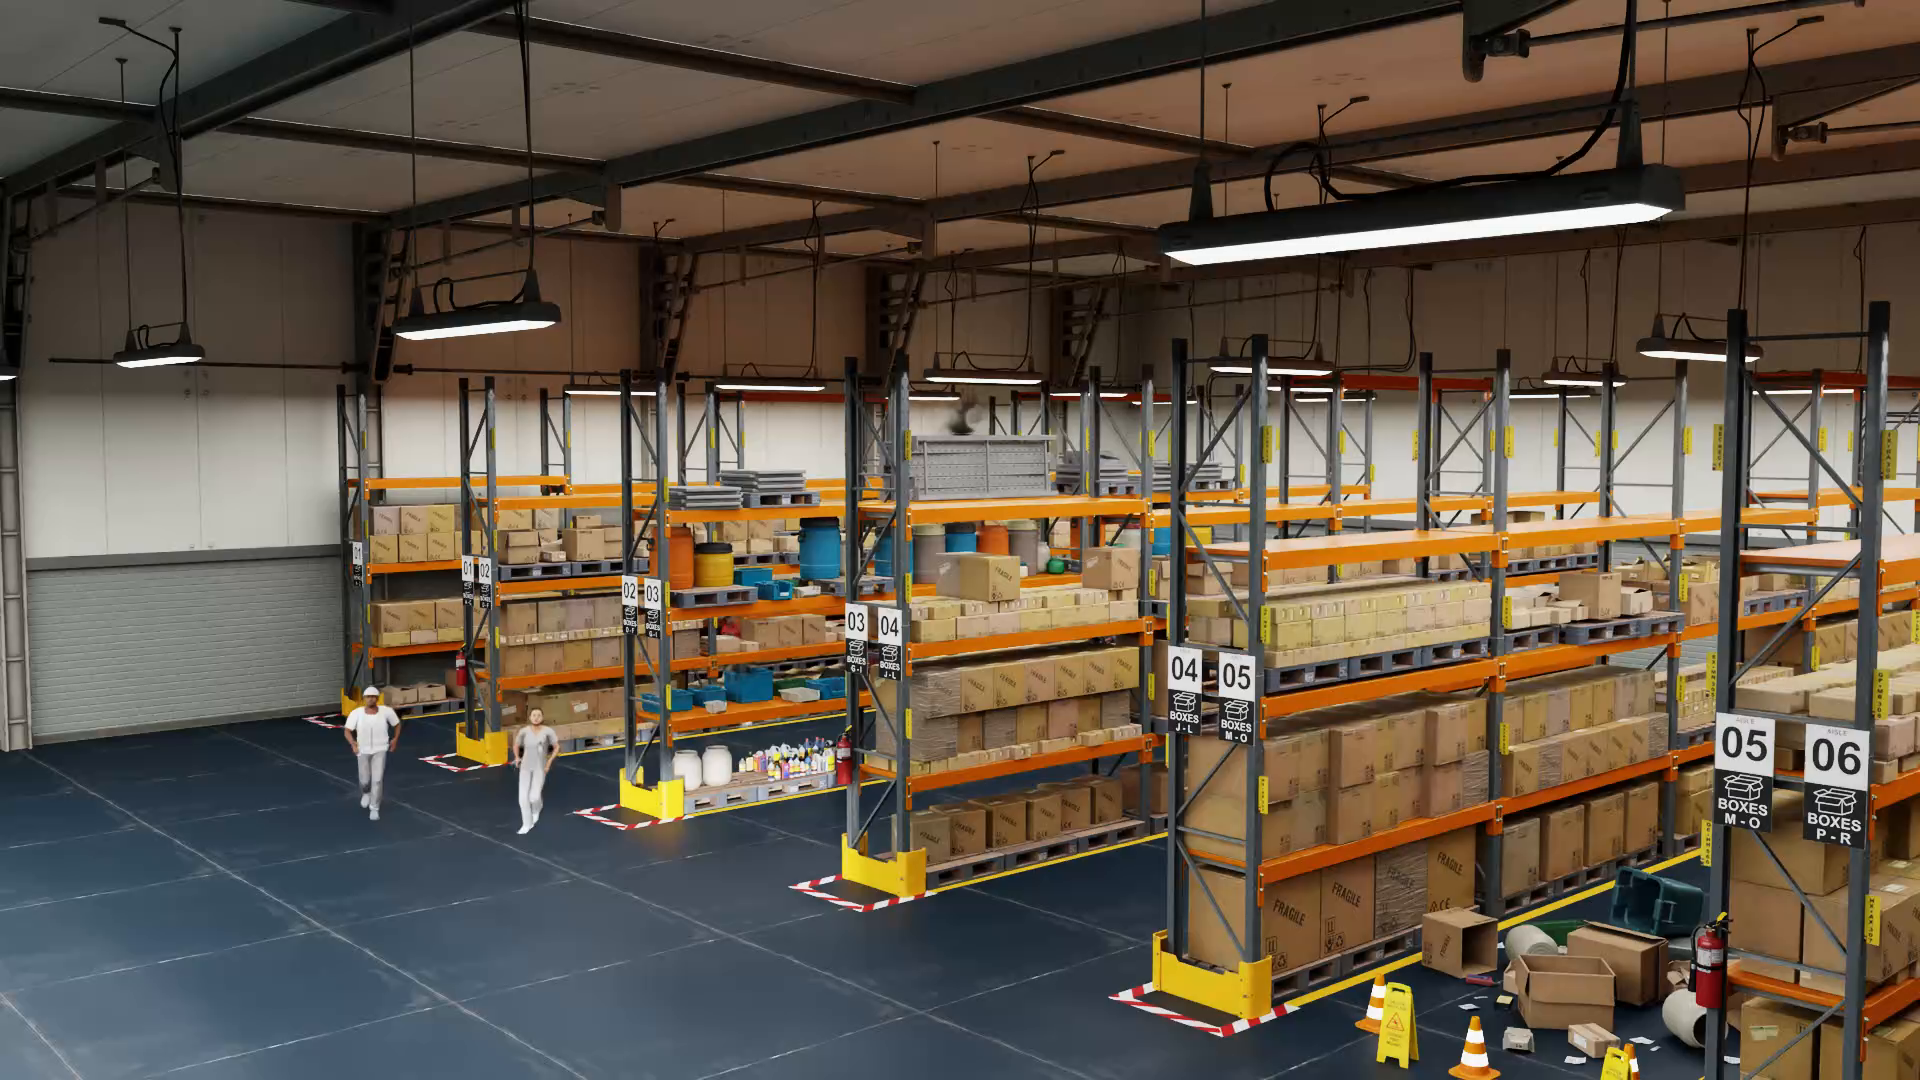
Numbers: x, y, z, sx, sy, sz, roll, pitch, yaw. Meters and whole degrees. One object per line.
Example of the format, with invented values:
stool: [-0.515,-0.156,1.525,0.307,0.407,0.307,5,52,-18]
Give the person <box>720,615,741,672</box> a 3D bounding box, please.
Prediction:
person: [-4.328,2.210,31.404,0.665,1.699,1.010,3,5,40]

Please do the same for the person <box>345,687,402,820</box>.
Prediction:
person: [-7.878,2.834,22.338,0.726,1.755,0.719,-1,4,-17]

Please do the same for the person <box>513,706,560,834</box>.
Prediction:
person: [-5.476,2.958,21.418,0.578,1.636,0.535,0,4,0]
